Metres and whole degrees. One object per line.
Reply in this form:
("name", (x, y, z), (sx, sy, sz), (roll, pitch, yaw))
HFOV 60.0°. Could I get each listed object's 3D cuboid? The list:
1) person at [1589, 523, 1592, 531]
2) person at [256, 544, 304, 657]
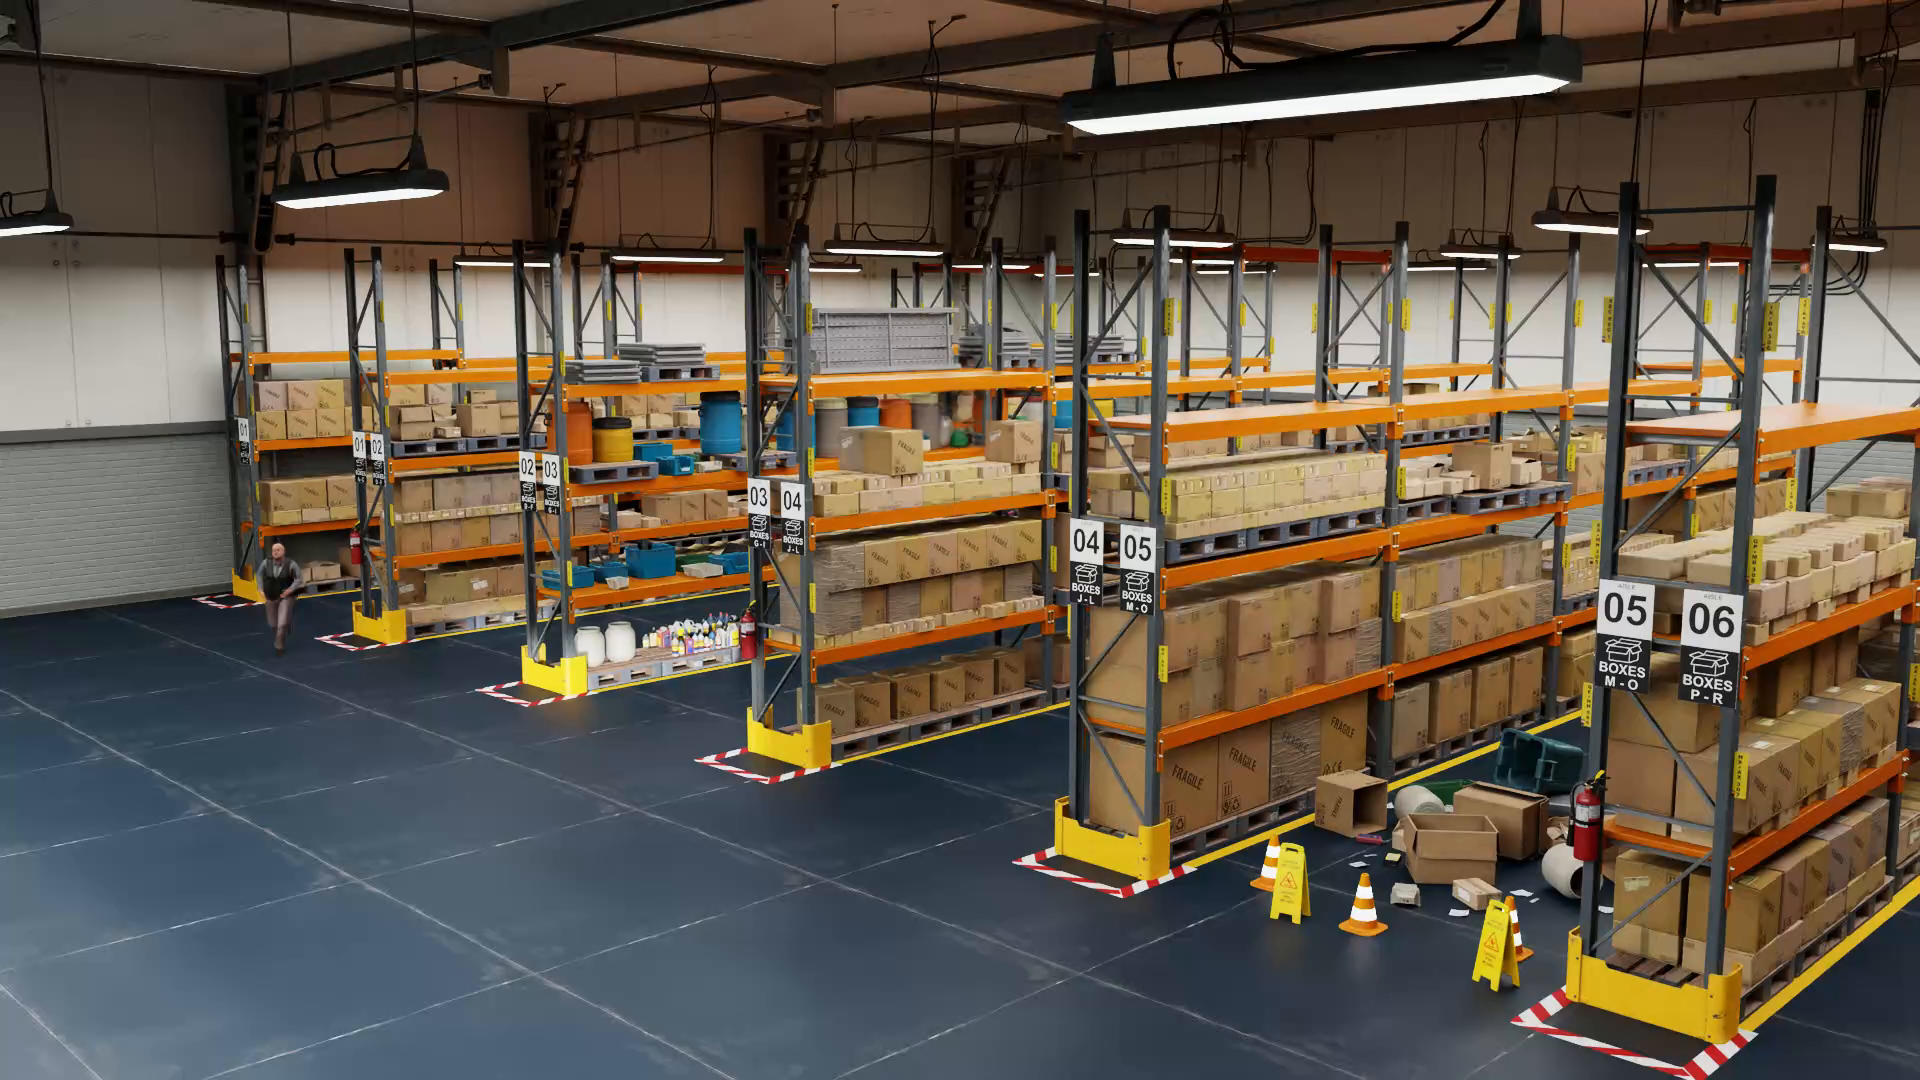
("person", (10.428, 0.528, 27.101), (0.693, 1.720, 1.009), (5, 10, 32))
("person", (-10.075, 0.870, 24.694), (0.683, 1.686, 0.706), (-1, 8, -5))
